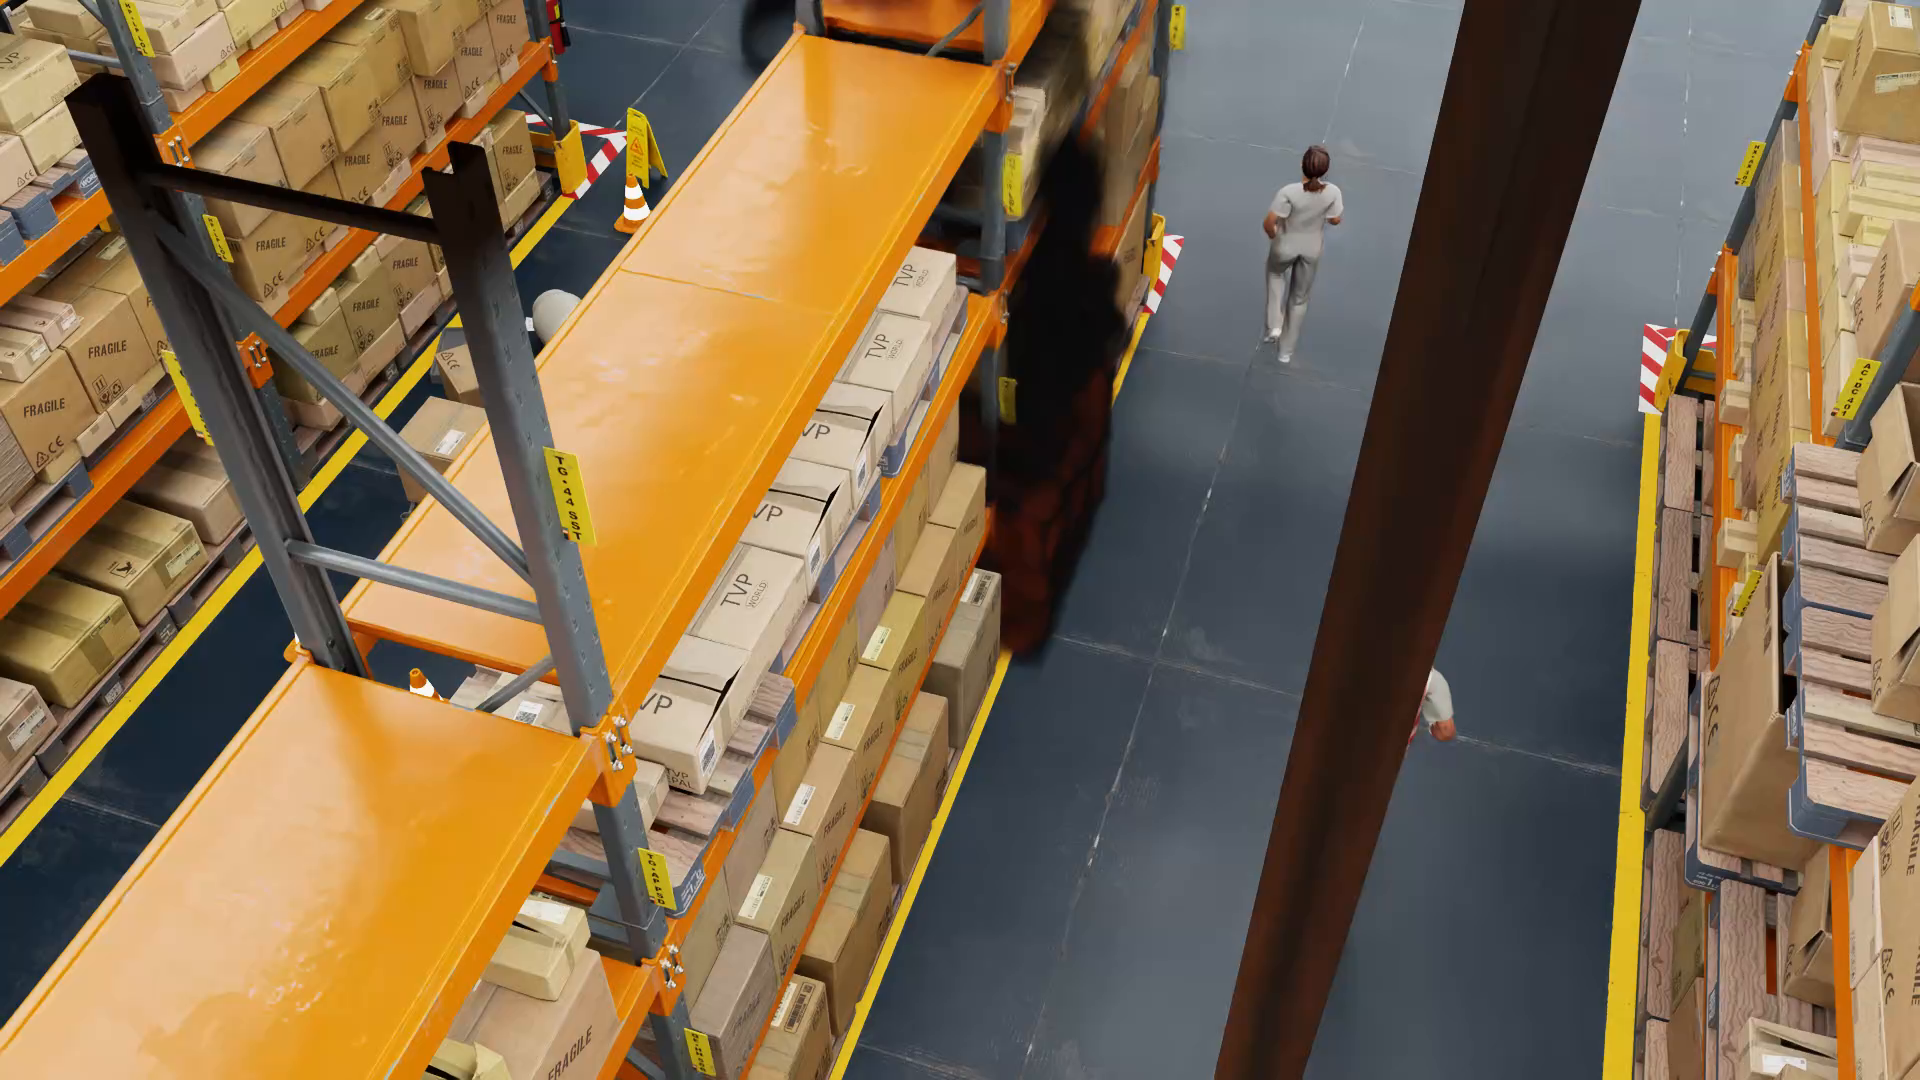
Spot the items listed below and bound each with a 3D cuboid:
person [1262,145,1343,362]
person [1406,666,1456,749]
[{"bbox_3d":[2.329,-2.034,11.582,0.548,1.709,0.613,4,46,4],"label":"person"},{"bbox_3d":[2.119,0.975,8.523,0.663,1.813,0.927,7,46,6],"label":"person"}]
